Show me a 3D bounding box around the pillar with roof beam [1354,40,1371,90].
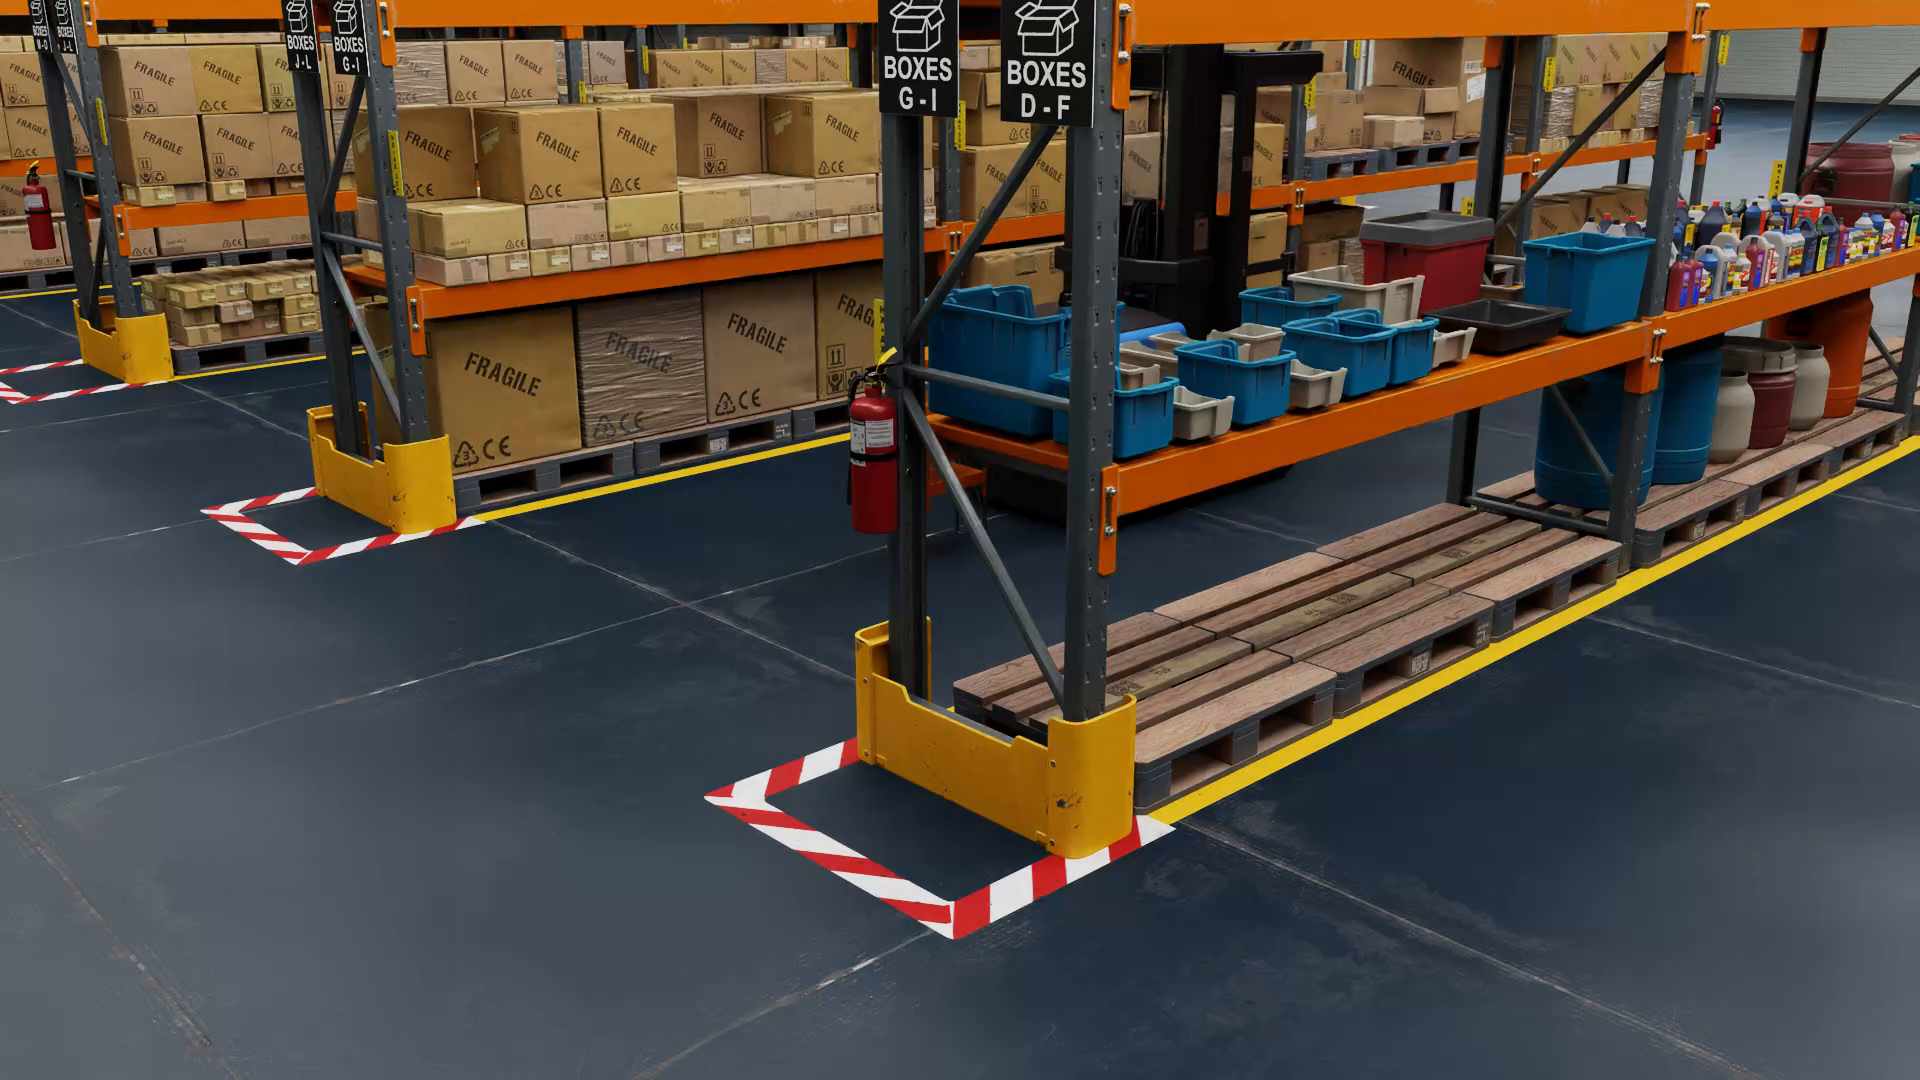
[{"bbox_3d":[13.026,-14.100,37.883,0.400,9.000,9.100,-16,24,-41],"label":"pillar with roof beam"}]

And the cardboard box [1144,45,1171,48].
[{"bbox_3d":[2.387,-5.951,20.482,0.550,0.550,0.875,-16,24,-41],"label":"cardboard box"}]

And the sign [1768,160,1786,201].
[{"bbox_3d":[5.543,-2.405,11.273,0.005,0.325,0.100,-16,24,-41],"label":"sign"}]

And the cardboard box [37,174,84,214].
[{"bbox_3d":[-11.600,-4.464,21.261,0.700,0.500,0.500,17,24,42],"label":"cardboard box"}]

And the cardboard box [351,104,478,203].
[{"bbox_3d":[-3.117,-2.209,9.479,0.500,0.500,0.500,-16,24,-40],"label":"cardboard box"}]

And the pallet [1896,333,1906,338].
[{"bbox_3d":[8.288,-1.551,13.427,1.213,0.211,1.003,-16,24,-41],"label":"pallet"}]

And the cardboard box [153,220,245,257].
[{"bbox_3d":[-8.372,-3.370,17.990,0.875,0.438,0.875,17,25,42],"label":"cardboard box"}]

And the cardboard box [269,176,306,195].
[{"bbox_3d":[-5.467,-2.874,13.394,0.250,0.149,0.380,-17,24,-41],"label":"cardboard box"}]

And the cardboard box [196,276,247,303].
[{"bbox_3d":[-5.892,-2.000,13.266,0.250,0.149,0.380,-16,24,-40],"label":"cardboard box"}]

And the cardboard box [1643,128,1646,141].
[{"bbox_3d":[7.374,-4.516,18.456,0.250,0.149,0.380,-16,24,-41],"label":"cardboard box"}]

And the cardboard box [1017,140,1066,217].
[{"bbox_3d":[0.487,-2.663,12.173,0.500,0.500,0.500,-16,24,-41],"label":"cardboard box"}]

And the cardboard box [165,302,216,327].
[{"bbox_3d":[-6.067,-1.791,13.106,0.250,0.149,0.380,-15,23,-39],"label":"cardboard box"}]

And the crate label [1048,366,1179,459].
[{"bbox_3d":[0.519,-0.437,5.644,0.303,0.233,0.416,-16,24,-41],"label":"crate label"}]

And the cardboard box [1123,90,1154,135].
[{"bbox_3d":[1.022,-3.407,12.842,0.637,0.503,0.797,-15,23,-39],"label":"cardboard box"}]

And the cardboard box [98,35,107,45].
[{"bbox_3d":[-8.698,-4.957,16.576,0.250,0.149,0.380,-16,24,-40],"label":"cardboard box"}]

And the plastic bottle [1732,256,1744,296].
[{"bbox_3d":[4.057,-1.392,8.738,0.097,0.201,0.097,0,18,0],"label":"plastic bottle"}]

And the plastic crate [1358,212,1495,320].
[{"bbox_3d":[2.198,-1.284,7.879,0.583,0.464,0.402,-16,24,-41],"label":"plastic crate"}]

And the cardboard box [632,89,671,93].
[{"bbox_3d":[-2.986,-4.260,16.021,0.250,0.149,0.380,-16,24,-41],"label":"cardboard box"}]

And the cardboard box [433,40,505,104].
[{"bbox_3d":[-4.246,-3.994,14.175,0.500,0.500,0.500,17,25,42],"label":"cardboard box"}]

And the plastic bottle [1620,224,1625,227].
[{"bbox_3d":[3.716,-1.639,9.377,0.135,0.276,0.152,-16,24,-41],"label":"plastic bottle"}]

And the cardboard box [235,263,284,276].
[{"bbox_3d":[-5.859,-2.213,13.923,0.380,0.149,0.250,17,24,42],"label":"cardboard box"}]

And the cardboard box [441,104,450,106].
[{"bbox_3d":[-4.616,-3.409,13.991,0.500,0.500,0.500,-16,24,-41],"label":"cardboard box"}]

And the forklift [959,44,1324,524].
[{"bbox_3d":[1.399,-1.841,9.911,3.031,2.935,1.130,-17,24,-42],"label":"forklift"}]

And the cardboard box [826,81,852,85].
[{"bbox_3d":[-1.283,-4.756,17.551,0.250,0.149,0.380,-16,24,-41],"label":"cardboard box"}]

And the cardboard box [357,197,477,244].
[{"bbox_3d":[-3.120,-1.852,9.595,0.500,0.250,0.500,-17,24,-42],"label":"cardboard box"}]

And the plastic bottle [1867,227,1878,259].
[{"bbox_3d":[5.449,-1.798,9.989,0.097,0.201,0.097,0,18,0],"label":"plastic bottle"}]

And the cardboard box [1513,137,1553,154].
[{"bbox_3d":[5.792,-4.021,16.931,0.250,0.149,0.380,-16,24,-41],"label":"cardboard box"}]

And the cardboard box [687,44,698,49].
[{"bbox_3d":[-4.357,-7.994,27.080,0.250,0.149,0.380,-16,24,-40],"label":"cardboard box"}]

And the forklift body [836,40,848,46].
[{"bbox_3d":[-2.010,-7.128,27.483,1.214,2.155,2.313,-16,24,-41],"label":"forklift body"}]

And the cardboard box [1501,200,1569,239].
[{"bbox_3d":[6.158,-3.372,17.894,0.500,0.500,0.500,-8,20,-24],"label":"cardboard box"}]

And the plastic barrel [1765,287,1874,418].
[{"bbox_3d":[5.582,-1.265,10.861,0.708,0.830,0.600,-16,24,-41],"label":"plastic barrel"}]

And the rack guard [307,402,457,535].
[{"bbox_3d":[-3.307,-0.426,9.487,0.348,0.500,1.175,-16,24,-41],"label":"rack guard"}]

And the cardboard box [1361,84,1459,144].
[{"bbox_3d":[4.233,-4.024,15.683,0.637,0.503,0.797,-13,22,-35],"label":"cardboard box"}]

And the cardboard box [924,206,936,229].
[{"bbox_3d":[-0.380,-2.210,11.345,0.250,0.149,0.380,-16,24,-41],"label":"cardboard box"}]

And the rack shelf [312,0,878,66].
[{"bbox_3d":[-1.837,-3.128,10.073,4.000,0.370,1.077,-16,24,-41],"label":"rack shelf"}]

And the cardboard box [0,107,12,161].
[{"bbox_3d":[-9.553,-3.926,16.067,0.500,0.500,0.500,-17,24,-41],"label":"cardboard box"}]

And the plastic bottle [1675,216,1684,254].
[{"bbox_3d":[4.186,-1.760,9.757,0.097,0.271,0.097,0,18,0],"label":"plastic bottle"}]

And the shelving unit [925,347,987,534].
[{"bbox_3d":[-0.120,-0.536,8.691,0.503,1.200,0.258,-16,24,-41],"label":"shelving unit"}]

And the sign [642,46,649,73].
[{"bbox_3d":[-3.902,-5.963,20.636,0.005,0.325,0.100,-16,24,-41],"label":"sign"}]

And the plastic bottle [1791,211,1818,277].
[{"bbox_3d":[4.719,-1.666,9.341,0.185,0.351,0.144,-16,24,-41],"label":"plastic bottle"}]

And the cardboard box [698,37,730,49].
[{"bbox_3d":[-3.291,-6.643,22.234,0.380,0.149,0.250,17,24,41],"label":"cardboard box"}]

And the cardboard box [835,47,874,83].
[{"bbox_3d":[-1.557,-6.623,23.223,0.500,0.500,0.500,-17,24,-42],"label":"cardboard box"}]

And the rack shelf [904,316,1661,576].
[{"bbox_3d":[1.566,-0.592,7.112,4.000,0.370,1.077,-16,24,-41],"label":"rack shelf"}]

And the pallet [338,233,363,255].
[{"bbox_3d":[-6.683,-3.542,19.568,1.213,0.211,1.003,-16,24,-41],"label":"pallet"}]

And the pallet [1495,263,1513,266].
[{"bbox_3d":[5.893,-2.986,17.854,1.213,0.211,1.003,-16,24,-41],"label":"pallet"}]

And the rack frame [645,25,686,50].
[{"bbox_3d":[-4.792,-7.495,27.238,0.127,3.000,1.000,-16,24,-41],"label":"rack frame"}]

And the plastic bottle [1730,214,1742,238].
[{"bbox_3d":[4.853,-1.947,10.447,0.097,0.201,0.097,0,18,0],"label":"plastic bottle"}]

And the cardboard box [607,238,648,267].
[{"bbox_3d":[-2.060,-1.720,9.833,0.250,0.149,0.380,-17,24,-42],"label":"cardboard box"}]

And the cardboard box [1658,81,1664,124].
[{"bbox_3d":[7.636,-4.956,18.763,0.500,0.500,0.875,-16,24,-41],"label":"cardboard box"}]

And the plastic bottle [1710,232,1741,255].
[{"bbox_3d":[4.186,-1.542,9.077,0.135,0.276,0.152,-16,24,-41],"label":"plastic bottle"}]

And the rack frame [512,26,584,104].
[{"bbox_3d":[-3.718,-3.600,15.226,0.127,3.000,1.000,-16,24,-41],"label":"rack frame"}]
